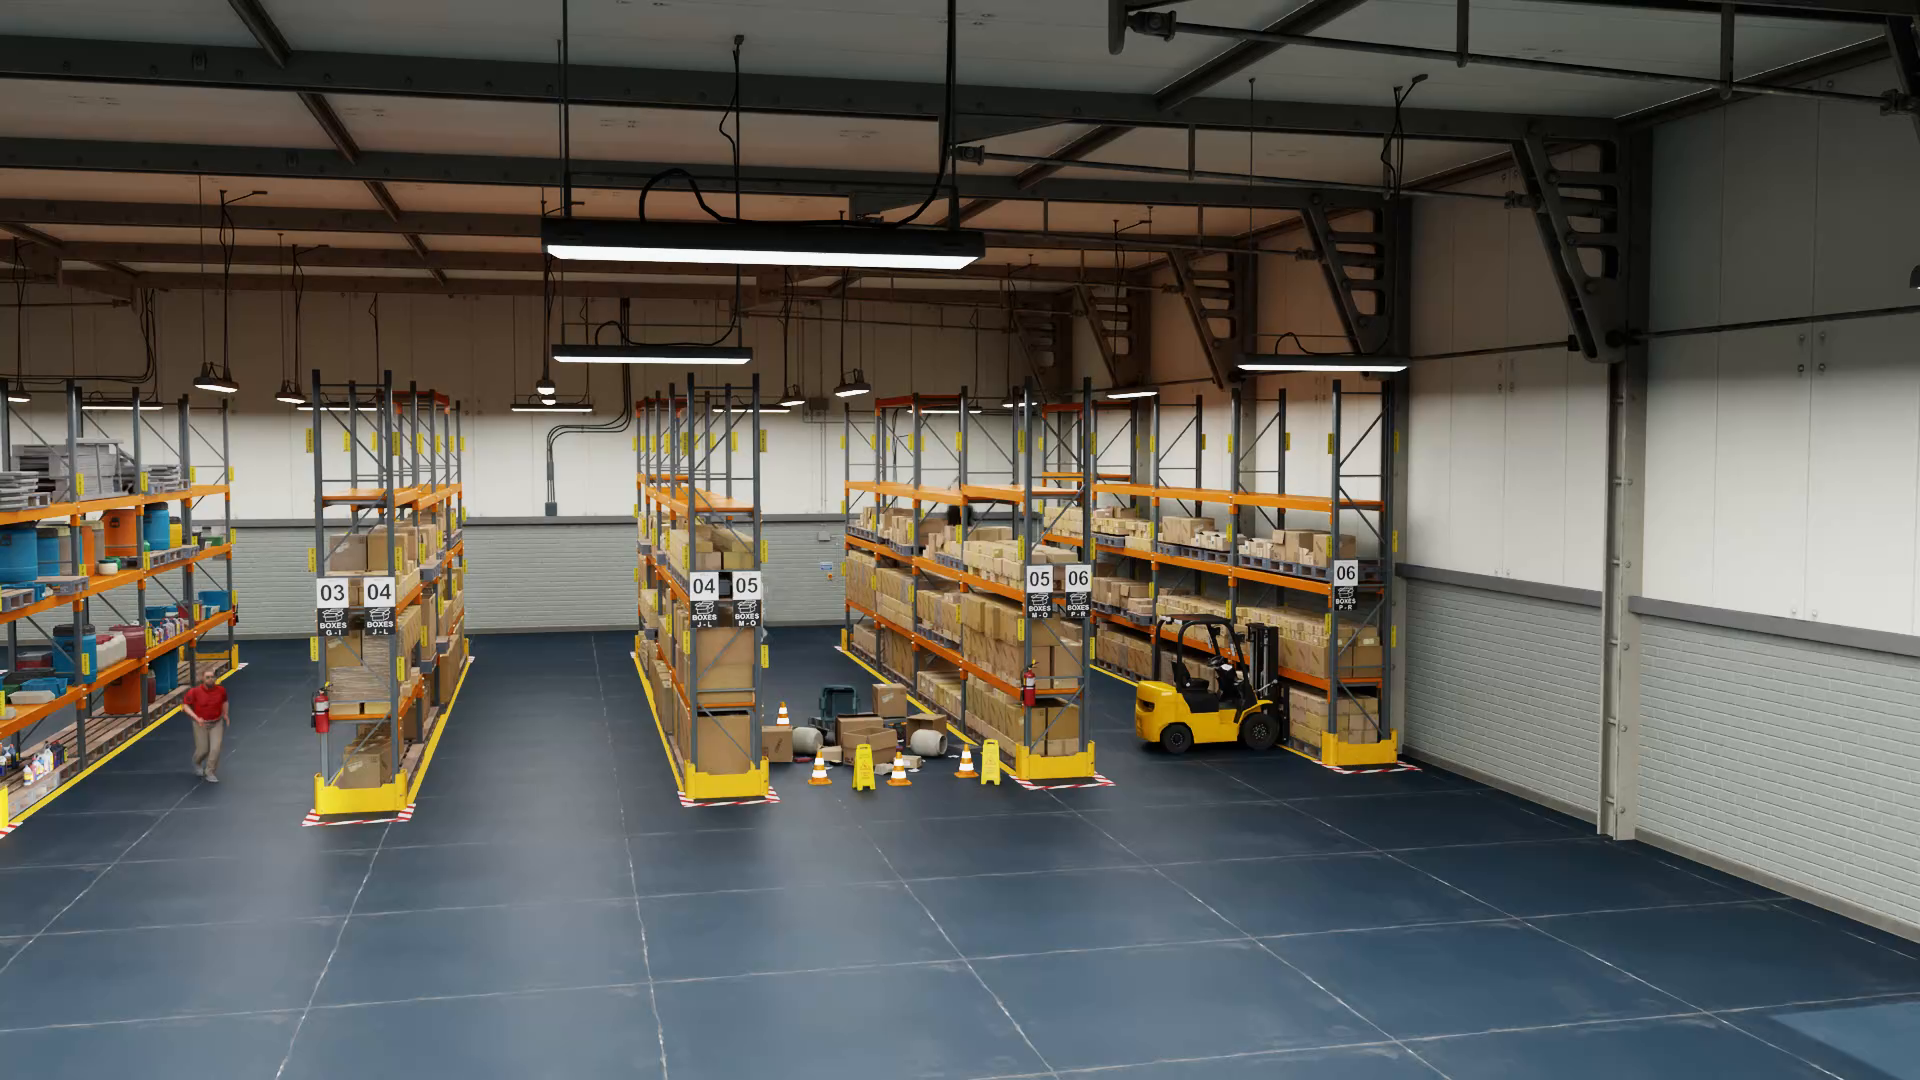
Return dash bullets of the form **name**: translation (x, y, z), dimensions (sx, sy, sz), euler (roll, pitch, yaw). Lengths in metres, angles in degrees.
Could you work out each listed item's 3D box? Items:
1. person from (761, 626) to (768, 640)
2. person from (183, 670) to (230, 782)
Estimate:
- **person**: translation (-5.330, 1.684, 41.552), dimensions (1.048, 1.777, 0.717), euler (-2, 4, -29)
- **person**: translation (-11.223, 2.750, 24.755), dimensions (0.662, 1.673, 0.698), euler (-3, 4, -38)
